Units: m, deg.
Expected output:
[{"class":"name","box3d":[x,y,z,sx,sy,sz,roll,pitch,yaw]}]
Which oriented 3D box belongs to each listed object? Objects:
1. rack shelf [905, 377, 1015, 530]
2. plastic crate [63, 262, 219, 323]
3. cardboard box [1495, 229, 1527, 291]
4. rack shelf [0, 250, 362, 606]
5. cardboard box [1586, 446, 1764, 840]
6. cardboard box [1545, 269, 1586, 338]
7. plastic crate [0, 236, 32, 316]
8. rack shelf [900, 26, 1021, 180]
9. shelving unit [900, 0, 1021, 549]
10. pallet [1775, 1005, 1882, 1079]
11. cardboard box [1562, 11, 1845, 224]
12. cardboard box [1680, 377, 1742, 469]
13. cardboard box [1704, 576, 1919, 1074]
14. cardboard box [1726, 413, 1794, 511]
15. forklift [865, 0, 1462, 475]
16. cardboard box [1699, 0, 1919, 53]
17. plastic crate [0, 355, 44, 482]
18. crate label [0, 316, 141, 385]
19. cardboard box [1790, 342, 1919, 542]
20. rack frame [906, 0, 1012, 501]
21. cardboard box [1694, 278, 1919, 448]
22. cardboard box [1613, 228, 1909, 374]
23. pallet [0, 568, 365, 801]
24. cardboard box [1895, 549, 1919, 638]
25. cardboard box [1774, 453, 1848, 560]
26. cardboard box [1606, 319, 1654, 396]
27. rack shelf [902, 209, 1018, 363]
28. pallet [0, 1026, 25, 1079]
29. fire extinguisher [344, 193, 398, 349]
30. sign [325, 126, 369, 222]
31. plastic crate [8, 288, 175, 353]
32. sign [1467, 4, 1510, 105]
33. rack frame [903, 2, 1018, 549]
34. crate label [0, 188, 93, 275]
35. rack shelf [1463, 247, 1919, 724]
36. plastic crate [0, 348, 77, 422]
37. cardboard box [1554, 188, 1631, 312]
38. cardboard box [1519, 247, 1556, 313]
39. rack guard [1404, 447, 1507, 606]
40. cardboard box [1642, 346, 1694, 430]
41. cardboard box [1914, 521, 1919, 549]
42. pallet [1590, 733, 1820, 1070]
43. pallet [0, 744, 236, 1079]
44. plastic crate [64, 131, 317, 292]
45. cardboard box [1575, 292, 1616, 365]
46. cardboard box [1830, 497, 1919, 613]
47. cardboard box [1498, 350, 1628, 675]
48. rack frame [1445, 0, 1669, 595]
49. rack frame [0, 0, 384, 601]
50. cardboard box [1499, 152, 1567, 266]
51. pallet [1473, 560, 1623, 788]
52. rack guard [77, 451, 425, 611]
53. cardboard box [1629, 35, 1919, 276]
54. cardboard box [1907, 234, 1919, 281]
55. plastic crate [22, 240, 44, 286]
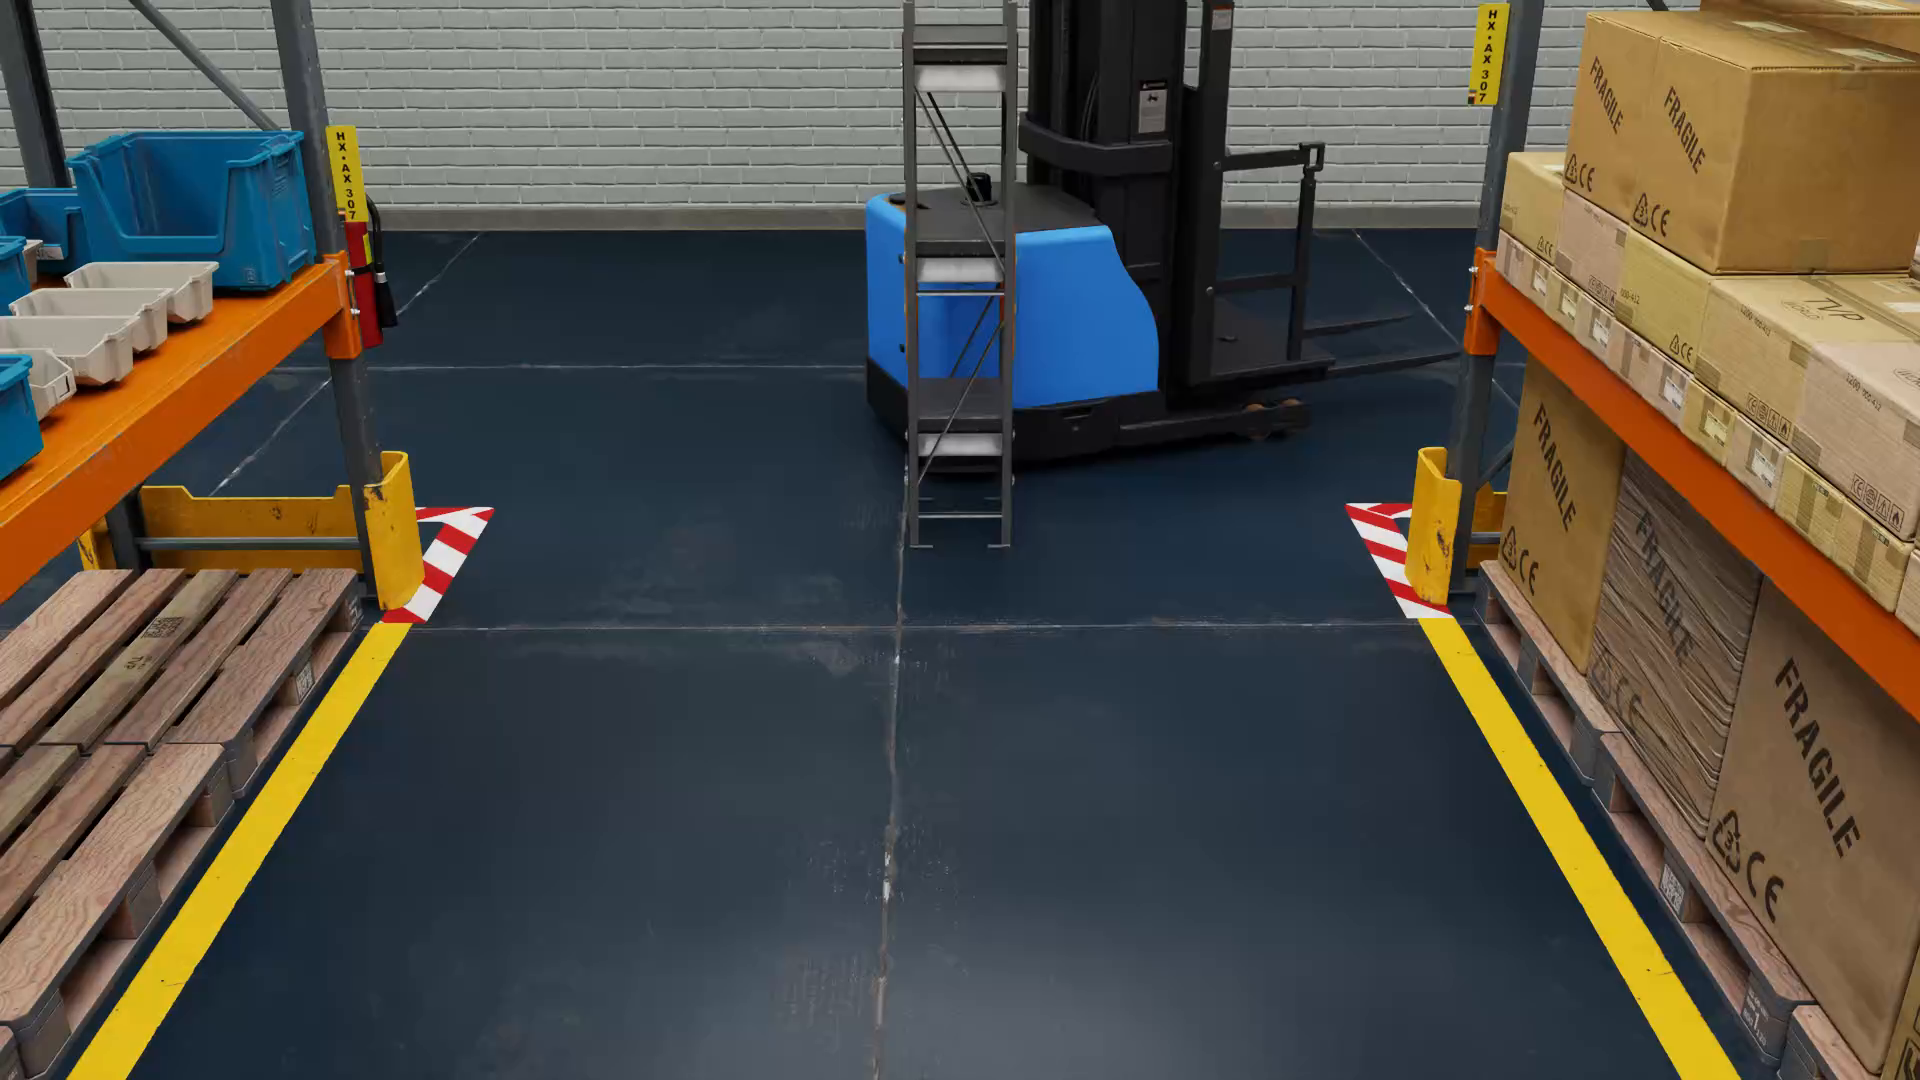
[{"class":"rack shelf","box3d":[-0.002,-0.375,6.762,0.431,0.518,0.480,0,24,-1]},{"class":"plastic crate","box3d":[-2.449,-0.736,4.984,0.396,0.136,0.243,0,24,-1]},{"class":"cardboard box","box3d":[1.988,-0.924,5.457,0.380,0.149,0.250,0,24,0]},{"class":"rack shelf","box3d":[-2.617,-0.012,4.009,1.077,0.370,4.000,0,24,-1]},{"class":"cardboard box","box3d":[2.411,0.229,4.672,0.875,0.875,0.875,0,24,-1]},{"class":"cardboard box","box3d":[1.995,-0.712,4.990,0.380,0.149,0.250,-1,24,-2]},{"class":"plastic crate","box3d":[-2.958,-0.740,4.877,0.416,0.233,0.300,0,24,-1]},{"class":"rack shelf","box3d":[-0.002,-1.650,6.185,0.431,0.518,0.480,0,24,-1]},{"class":"shelving unit","box3d":[-0.002,-1.025,6.468,0.431,2.100,0.503,0,24,-1]},{"class":"pallet","box3d":[2.427,1.419,3.356,1.003,0.211,1.213,0,24,-1]},{"class":"cardboard box","box3d":[2.055,-1.190,4.652,0.500,0.500,0.500,-1,24,-2]},{"class":"cardboard box","box3d":[2.006,-0.290,4.056,0.380,0.149,0.250,-1,24,-2]},{"class":"cardboard box","box3d":[2.420,0.596,3.861,0.875,0.875,0.875,0,24,-1]},{"class":"cardboard box","box3d":[2.011,-0.182,3.817,0.380,0.149,0.250,0,24,0]},{"class":"forklift","box3d":[1.120,-1.993,7.601,3.031,2.935,1.130,-9,26,-20]},{"class":"cardboard box","box3d":[2.582,-1.395,5.106,0.500,0.500,0.500,0,24,0]},{"class":"plastic crate","box3d":[-2.360,-0.270,3.836,0.416,0.233,0.300,0,24,-1]},{"class":"crate label","box3d":[-2.433,-0.501,4.466,0.396,0.136,0.243,0,24,-1]},{"class":"cardboard box","box3d":[2.076,-0.209,3.393,0.500,0.250,0.500,0,24,1]},{"class":"rack frame","box3d":[-0.004,-1.125,6.690,0.400,2.100,0.015,0,24,-1]},{"class":"cardboard box","box3d":[2.074,-0.418,3.855,0.500,0.250,0.500,-1,24,-2]},{"class":"cardboard box","box3d":[2.063,-0.633,4.330,0.500,0.250,0.500,-1,24,-2]},{"class":"pallet","box3d":[-2.669,0.447,5.506,1.003,0.211,1.213,0,24,-1]},{"class":"cardboard box","box3d":[2.018,0.135,3.117,0.380,0.149,0.250,0,24,0]},{"class":"cardboard box","box3d":[2.012,-0.077,3.585,0.380,0.149,0.250,-1,24,-1]},{"class":"cardboard box","box3d":[2.001,-0.500,4.521,0.380,0.149,0.250,-1,24,-2]},{"class":"rack shelf","box3d":[-0.002,-1.012,6.474,0.431,0.518,0.480,0,24,-1]},{"class":"pallet","box3d":[-2.642,1.452,3.283,1.003,0.211,1.213,0,24,-1]},{"class":"fire extinguisher","box3d":[-2.186,-1.023,5.918,0.296,0.674,0.183,0,24,-1]},{"class":"sign","box3d":[-2.089,-1.247,5.669,0.100,0.325,0.005,0,24,-1]},{"class":"plastic crate","box3d":[-2.460,-0.616,4.719,0.396,0.136,0.243,0,24,-1]},{"class":"sign","box3d":[1.759,-1.616,5.537,0.100,0.325,0.005,0,24,-1]},{"class":"rack frame","box3d":[0.001,-0.924,6.246,0.400,2.100,0.015,0,24,-1]},{"class":"crate label","box3d":[-2.965,-1.011,5.477,0.416,0.233,0.303,0,24,-1]},{"class":"rack shelf","box3d":[2.336,-0.034,4.058,1.077,0.370,4.000,0,24,-1]},{"class":"plastic crate","box3d":[-2.411,-0.380,4.196,0.298,0.136,0.250,0,24,-1]},{"class":"cardboard box","box3d":[2.061,-0.840,4.788,0.500,0.250,0.500,-1,24,-1]},{"class":"cardboard box","box3d":[1.992,-0.818,5.223,0.380,0.149,0.250,-1,24,-1]},{"class":"rack guard","box3d":[2.314,-0.057,6.269,1.175,0.500,0.348,0,24,-1]},{"class":"cardboard box","box3d":[2.004,-0.394,4.286,0.380,0.149,0.250,-1,24,-1]},{"class":"cardboard box","box3d":[2.082,0.001,2.928,0.500,0.250,0.500,0,24,1]},{"class":"pallet","box3d":[2.411,0.915,4.470,1.003,0.211,1.213,0,24,-1]},{"class":"pallet","box3d":[-2.658,0.948,4.397,1.003,0.211,1.213,0,24,-1]},{"class":"plastic crate","box3d":[-2.448,-1.070,5.360,0.616,0.435,0.499,0,24,-1]},{"class":"cardboard box","box3d":[1.999,-0.605,4.752,0.380,0.149,0.250,-1,24,-1]},{"class":"cardboard box","box3d":[2.015,0.029,3.352,0.380,0.149,0.250,0,24,0]},{"class":"cardboard box","box3d":[2.401,-0.146,5.501,0.875,0.875,0.875,0,24,-1]},{"class":"rack frame","box3d":[2.314,-1.186,5.732,1.000,3.000,0.127,0,24,-1]},{"class":"rack frame","box3d":[-2.639,-1.164,5.683,1.000,3.000,0.127,0,24,-1]},{"class":"cardboard box","box3d":[2.049,-1.054,5.262,0.500,0.250,0.500,-1,24,-2]},{"class":"pallet","box3d":[2.401,0.414,5.579,1.003,0.211,1.213,0,24,-1]},{"class":"rack guard","box3d":[-2.652,-0.035,6.220,1.175,0.500,0.348,0,24,-1]},{"class":"cardboard box","box3d":[2.066,-0.976,4.180,0.500,0.500,0.500,-1,24,-2]},{"class":"cardboard box","box3d":[2.595,-0.636,4.337,0.500,0.250,0.500,-1,24,-2]},{"class":"plastic crate","box3d":[-3.045,-0.835,5.204,0.250,0.136,0.298,0,24,-1]}]
